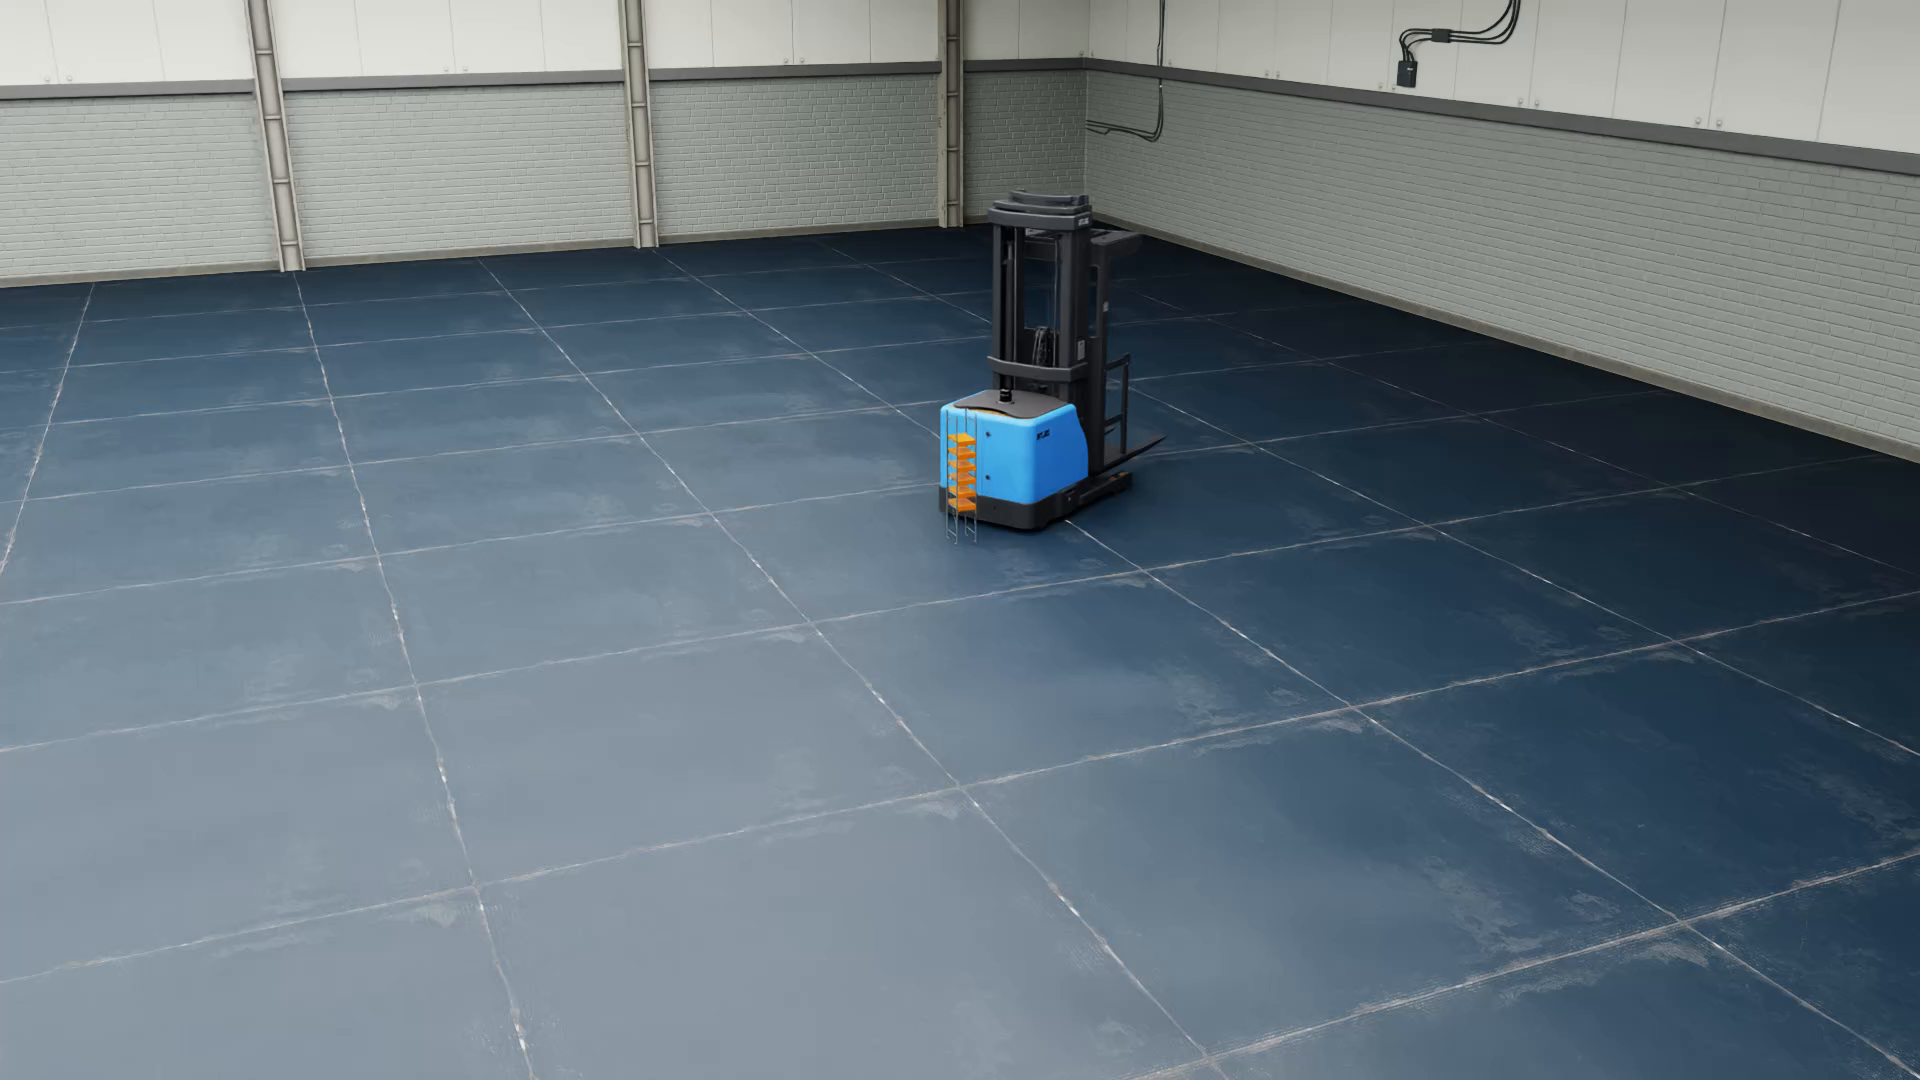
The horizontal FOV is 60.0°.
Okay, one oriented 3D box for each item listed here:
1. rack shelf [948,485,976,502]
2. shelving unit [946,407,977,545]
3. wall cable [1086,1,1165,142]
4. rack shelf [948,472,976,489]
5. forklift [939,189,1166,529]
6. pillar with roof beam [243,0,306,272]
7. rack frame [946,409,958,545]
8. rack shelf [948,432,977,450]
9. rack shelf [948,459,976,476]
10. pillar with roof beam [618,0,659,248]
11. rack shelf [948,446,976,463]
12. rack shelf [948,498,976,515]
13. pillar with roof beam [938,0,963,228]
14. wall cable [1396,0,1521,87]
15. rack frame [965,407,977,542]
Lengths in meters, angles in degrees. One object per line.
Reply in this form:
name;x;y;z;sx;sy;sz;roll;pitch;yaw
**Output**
rack shelf;0.013;-0.413;14.883;0.180;0.103;0.258;-8;21;-22
shelving unit;0.013;-0.568;14.828;0.189;1.200;0.258;-8;21;-22
wall cable;3.050;-8.880;31.367;0.112;2.526;3.097;-8;21;-22
rack shelf;0.013;-0.526;14.843;0.180;0.103;0.258;-8;21;-22
forklift;1.044;-1.912;16.039;1.130;2.935;3.031;13;23;32
pillar with roof beam;-9.492;-7.469;22.684;0.400;9.000;9.100;-8;21;-22
rack frame;-0.071;-0.556;14.794;0.006;1.200;0.240;-8;21;-22
rack shelf;0.013;-0.866;14.723;0.180;0.103;0.258;-8;21;-22
rack shelf;0.013;-0.639;14.803;0.180;0.103;0.258;-8;21;-22
pillar with roof beam;-3.983;-8.258;24.926;0.400;9.000;9.100;-8;21;-22
rack shelf;0.013;-0.752;14.763;0.180;0.103;0.258;-8;21;-22
rack shelf;0.013;-0.300;14.923;0.180;0.103;0.258;-8;21;-22
pillar with roof beam;1.527;-9.047;27.167;0.400;9.000;9.100;-8;21;-22
wall cable;6.796;-9.051;22.058;0.169;6.003;2.305;-8;21;-22
rack frame;0.097;-0.580;14.862;0.006;1.200;0.240;-8;21;-22
